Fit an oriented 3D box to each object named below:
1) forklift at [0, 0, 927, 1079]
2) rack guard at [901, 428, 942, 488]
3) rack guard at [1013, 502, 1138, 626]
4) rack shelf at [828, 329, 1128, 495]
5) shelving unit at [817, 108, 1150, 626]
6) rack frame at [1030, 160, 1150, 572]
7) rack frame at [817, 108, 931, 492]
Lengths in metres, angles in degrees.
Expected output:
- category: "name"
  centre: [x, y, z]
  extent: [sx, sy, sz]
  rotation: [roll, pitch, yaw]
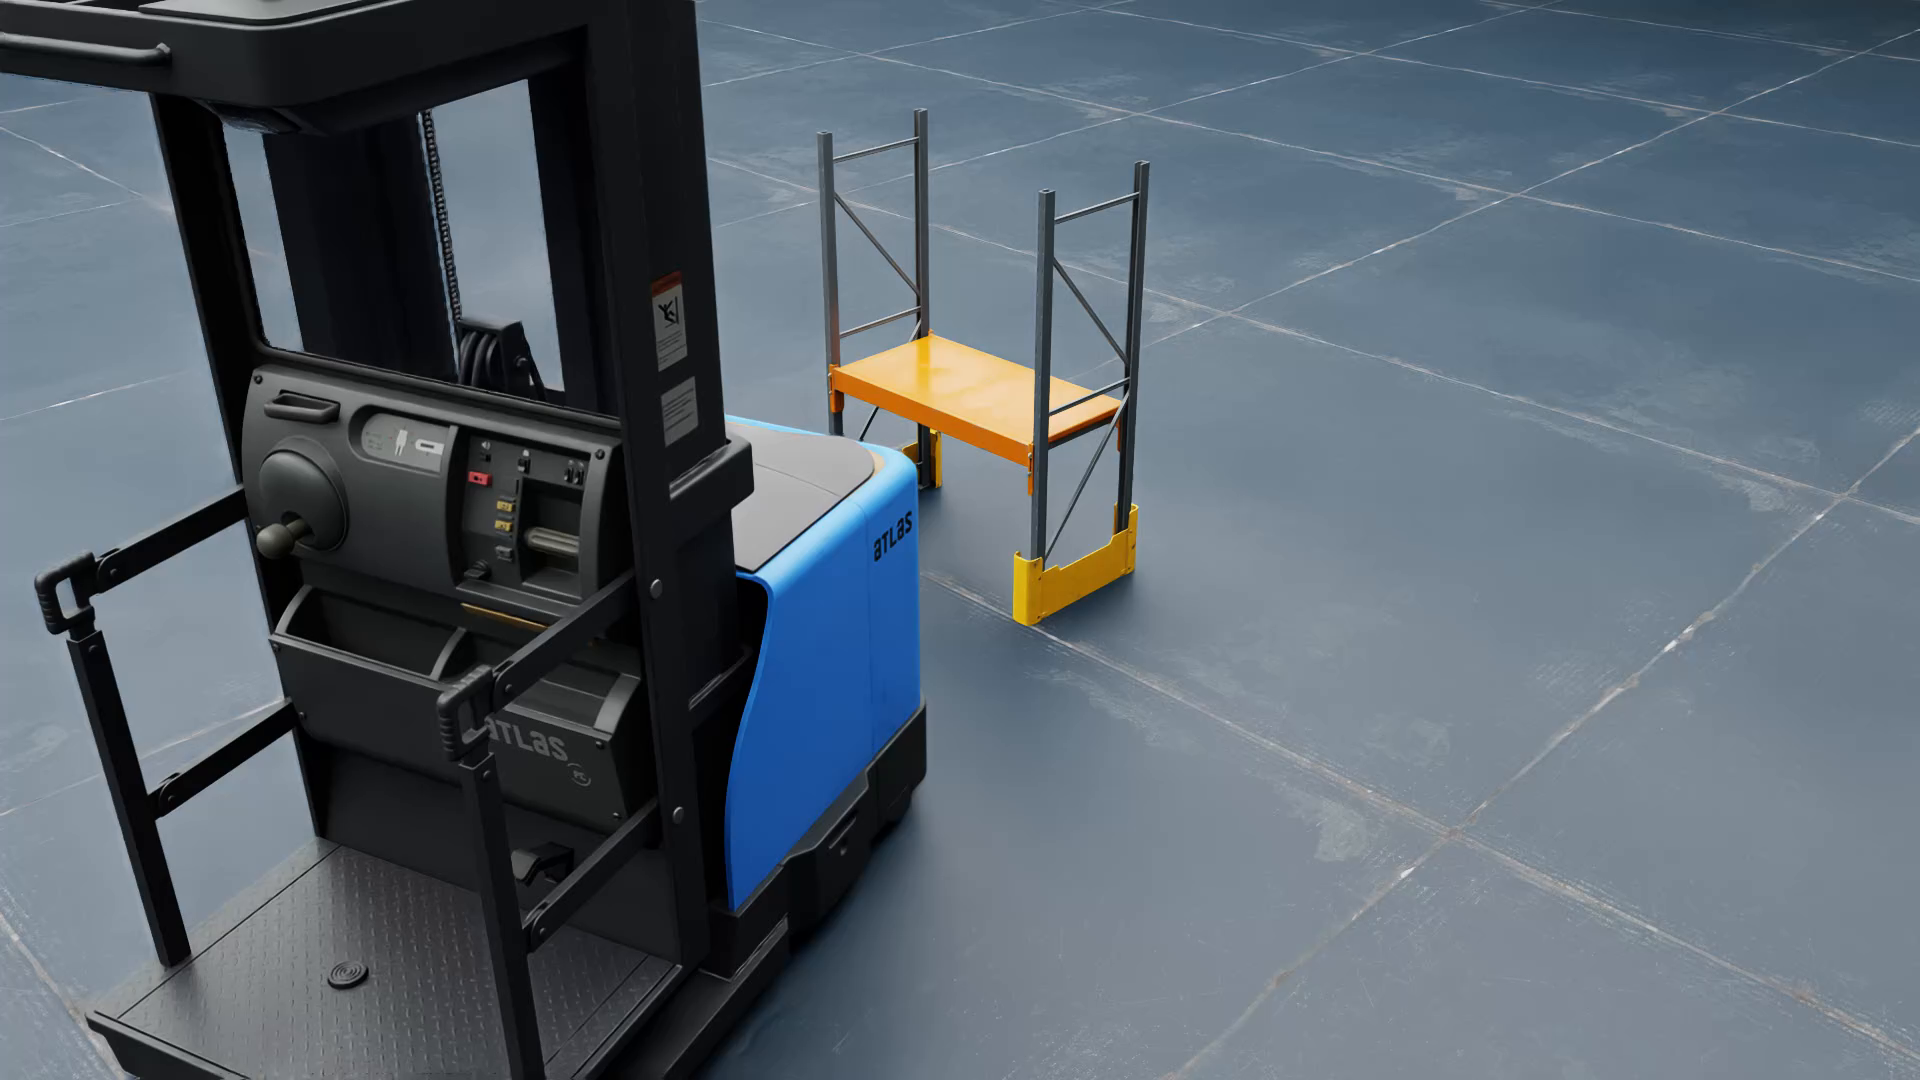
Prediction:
- category: "forklift"
  centre: [-1.187, -0.059, 3.212]
  extent: [1.130, 2.935, 3.031]
  rotation: [13, 30, 22]
- category: "rack guard"
  centre: [-0.301, -0.248, 6.454]
  extent: [0.087, 0.250, 0.587]
  rotation: [25, 36, 38]
- category: "rack guard"
  centre: [0.409, 0.077, 5.835]
  extent: [0.087, 0.250, 0.587]
  rotation: [25, 36, 38]
- category: "rack shelf"
  centre: [0.061, -0.477, 5.932]
  extent: [1.000, 0.185, 0.538]
  rotation: [25, 36, 38]
- category: "shelving unit"
  centre: [0.054, -0.639, 5.854]
  extent: [1.083, 1.500, 0.587]
  rotation: [25, 36, 38]
- category: "rack frame"
  centre: [0.423, -0.470, 5.533]
  extent: [0.032, 1.500, 0.500]
  rotation: [25, 36, 38]
- category: "rack frame"
  centre: [-0.302, -0.802, 6.163]
  extent: [0.032, 1.500, 0.500]
  rotation: [25, 36, 38]
